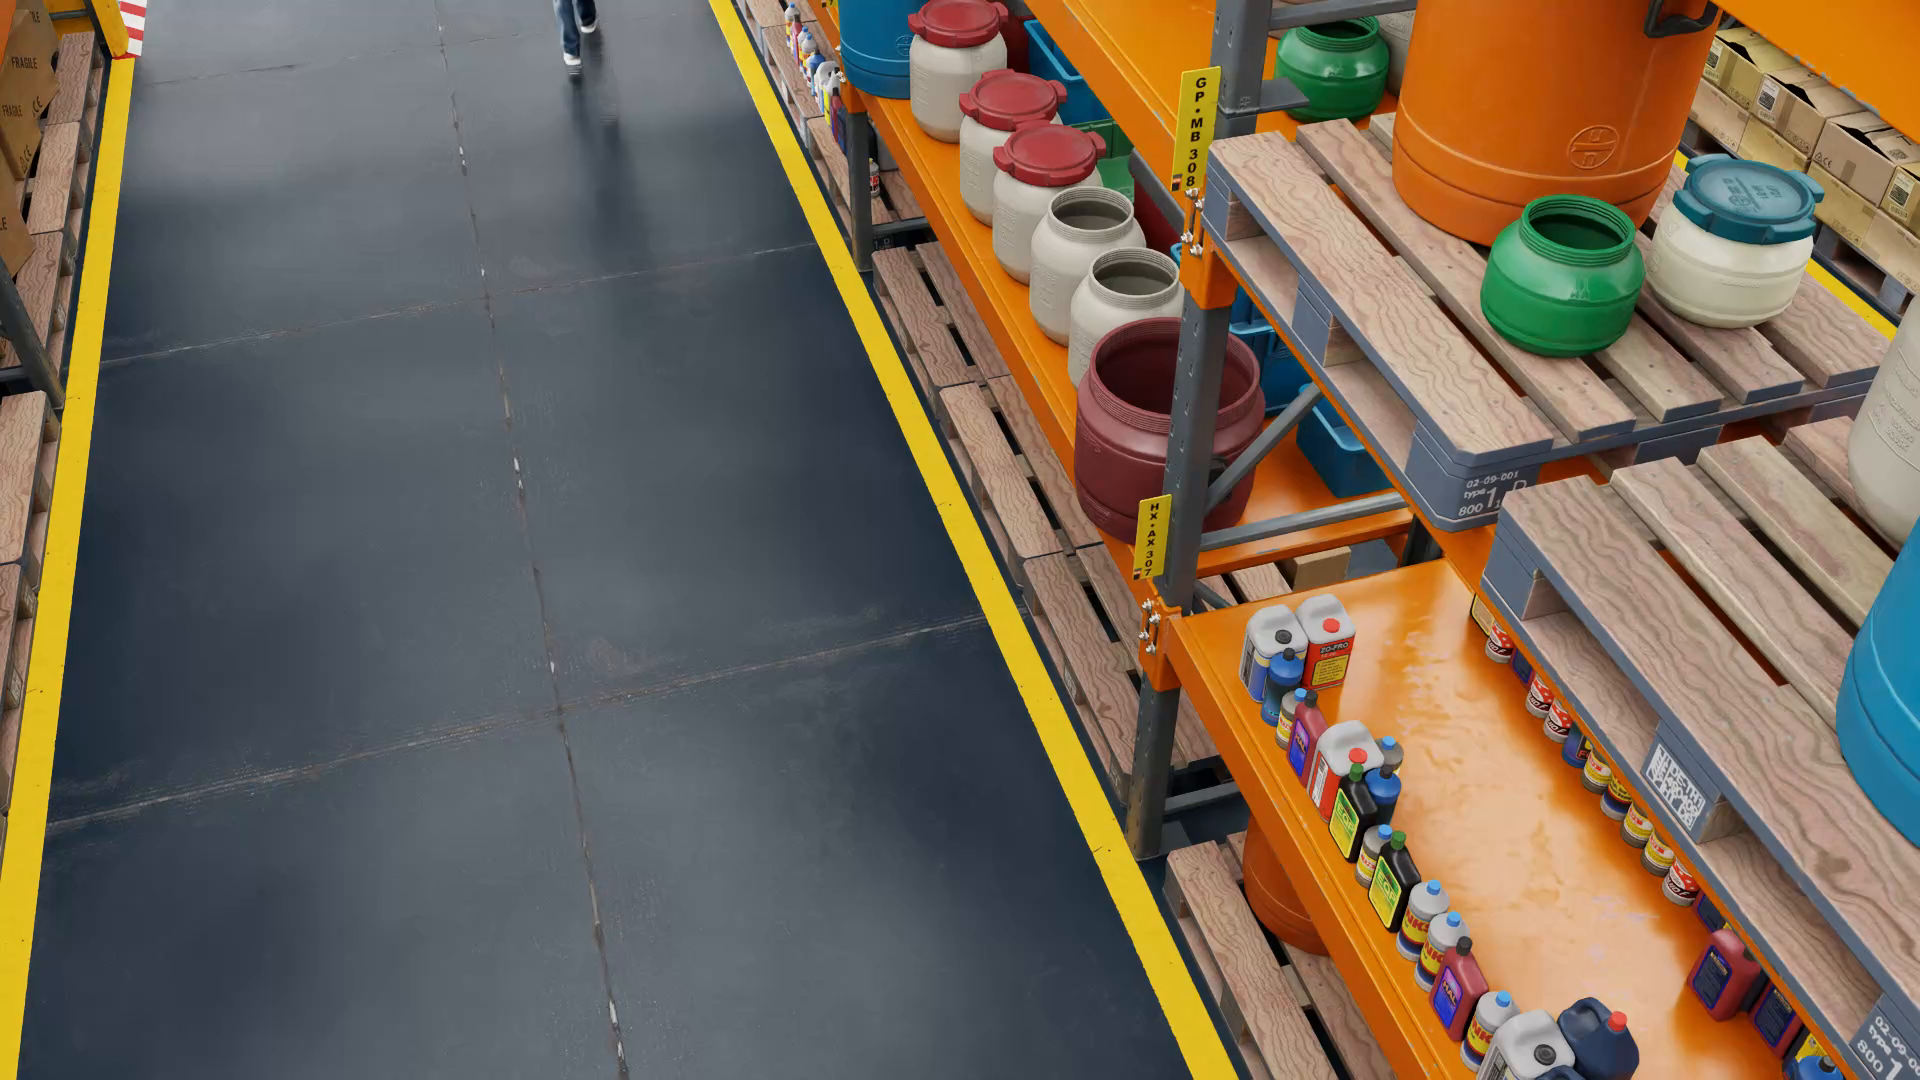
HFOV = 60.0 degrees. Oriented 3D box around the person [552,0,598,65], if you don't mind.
[{"bbox_3d":[-2.446,-3.755,10.211,0.426,1.554,0.898,-10,44,-11],"label":"person"}]
